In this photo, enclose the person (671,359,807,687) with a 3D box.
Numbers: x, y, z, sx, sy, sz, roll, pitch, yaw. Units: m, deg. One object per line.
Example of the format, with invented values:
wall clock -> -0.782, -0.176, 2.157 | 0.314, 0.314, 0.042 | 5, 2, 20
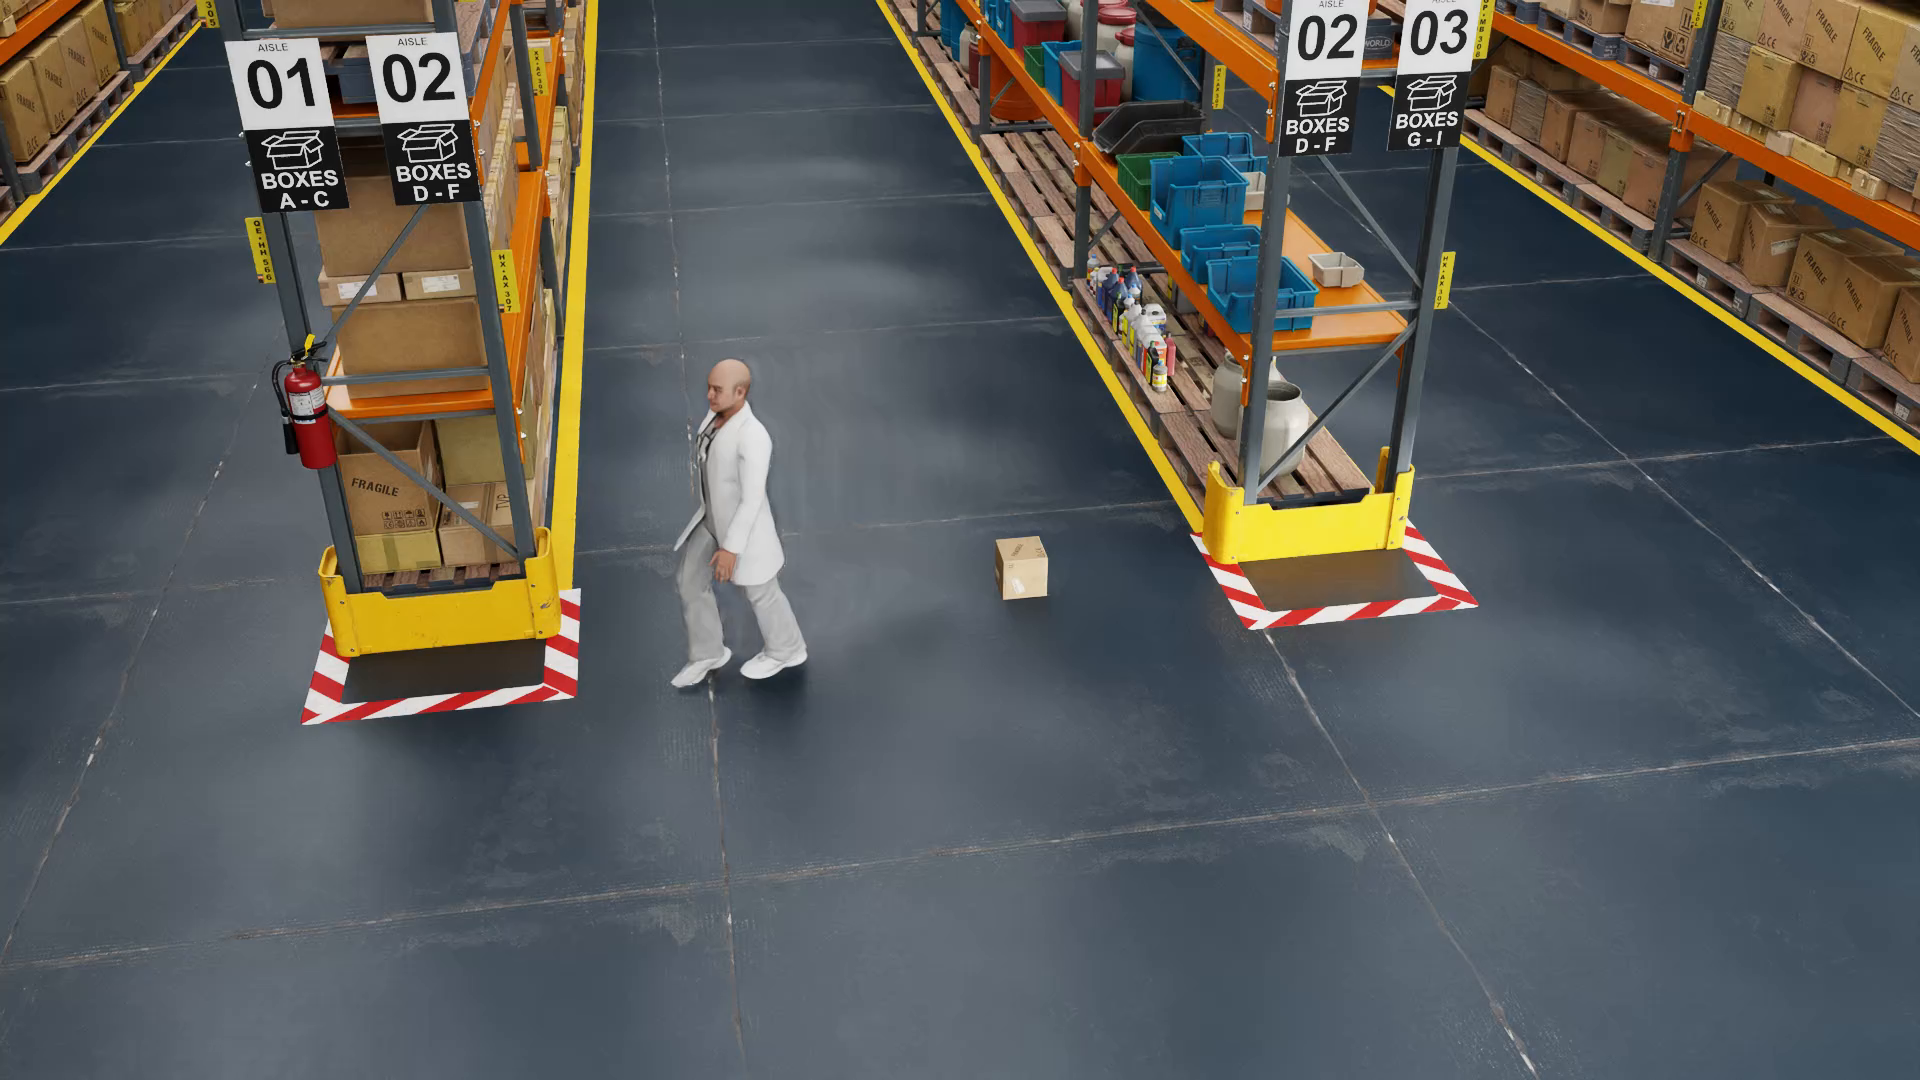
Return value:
person -> -1.128, -0.031, 8.236 | 0.683, 1.846, 0.623 | -19, 35, -29
